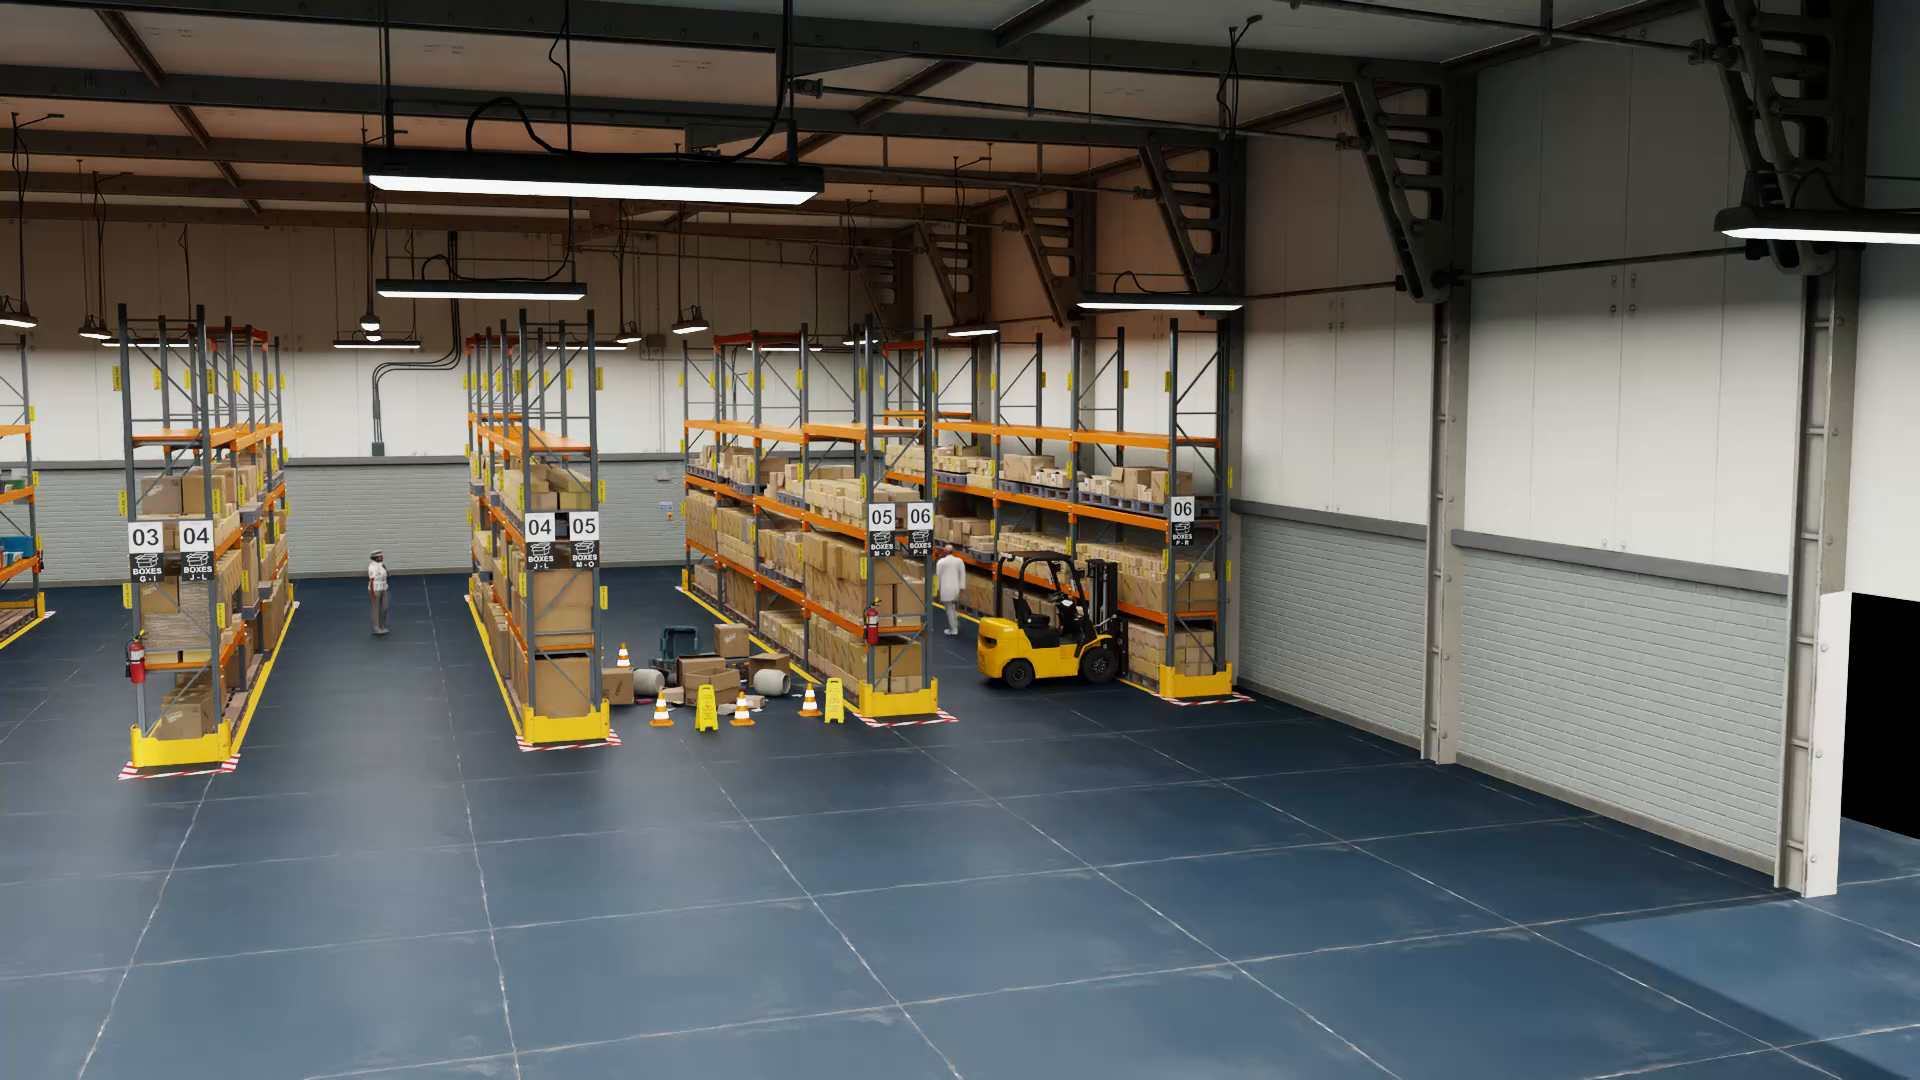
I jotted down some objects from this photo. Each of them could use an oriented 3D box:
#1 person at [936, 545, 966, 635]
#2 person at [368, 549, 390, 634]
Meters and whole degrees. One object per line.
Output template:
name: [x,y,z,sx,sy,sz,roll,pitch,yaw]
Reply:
person: [-0.209,1.000,32.870,0.557,1.823,0.612,-3,6,-32]
person: [-11.593,1.037,33.197,0.375,1.715,0.532,2,6,18]
